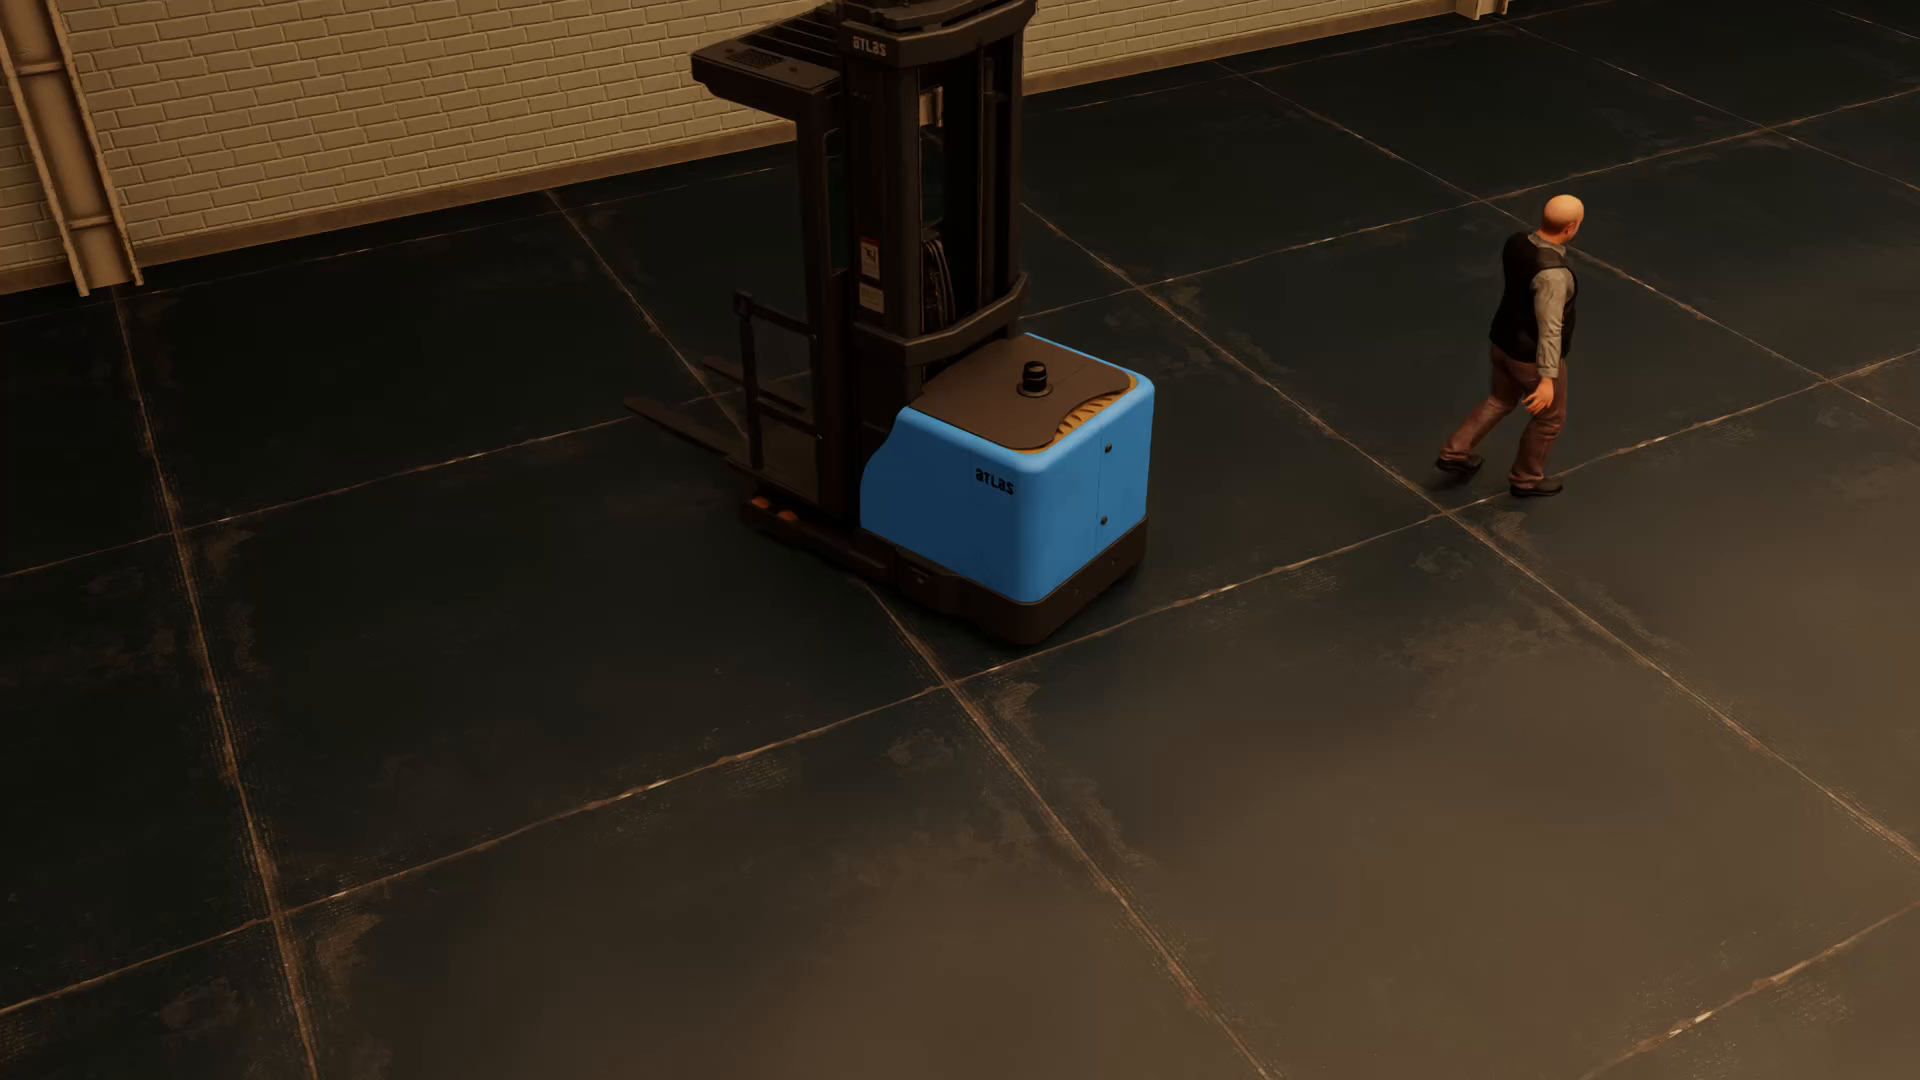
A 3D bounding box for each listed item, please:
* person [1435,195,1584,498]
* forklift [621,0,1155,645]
[{"bbox_3d":[2.955,-0.972,8.572,0.702,1.702,0.878,-8,36,-11],"label":"person"},{"bbox_3d":[-0.525,-1.401,8.105,3.031,2.935,1.130,25,42,31],"label":"forklift"}]
